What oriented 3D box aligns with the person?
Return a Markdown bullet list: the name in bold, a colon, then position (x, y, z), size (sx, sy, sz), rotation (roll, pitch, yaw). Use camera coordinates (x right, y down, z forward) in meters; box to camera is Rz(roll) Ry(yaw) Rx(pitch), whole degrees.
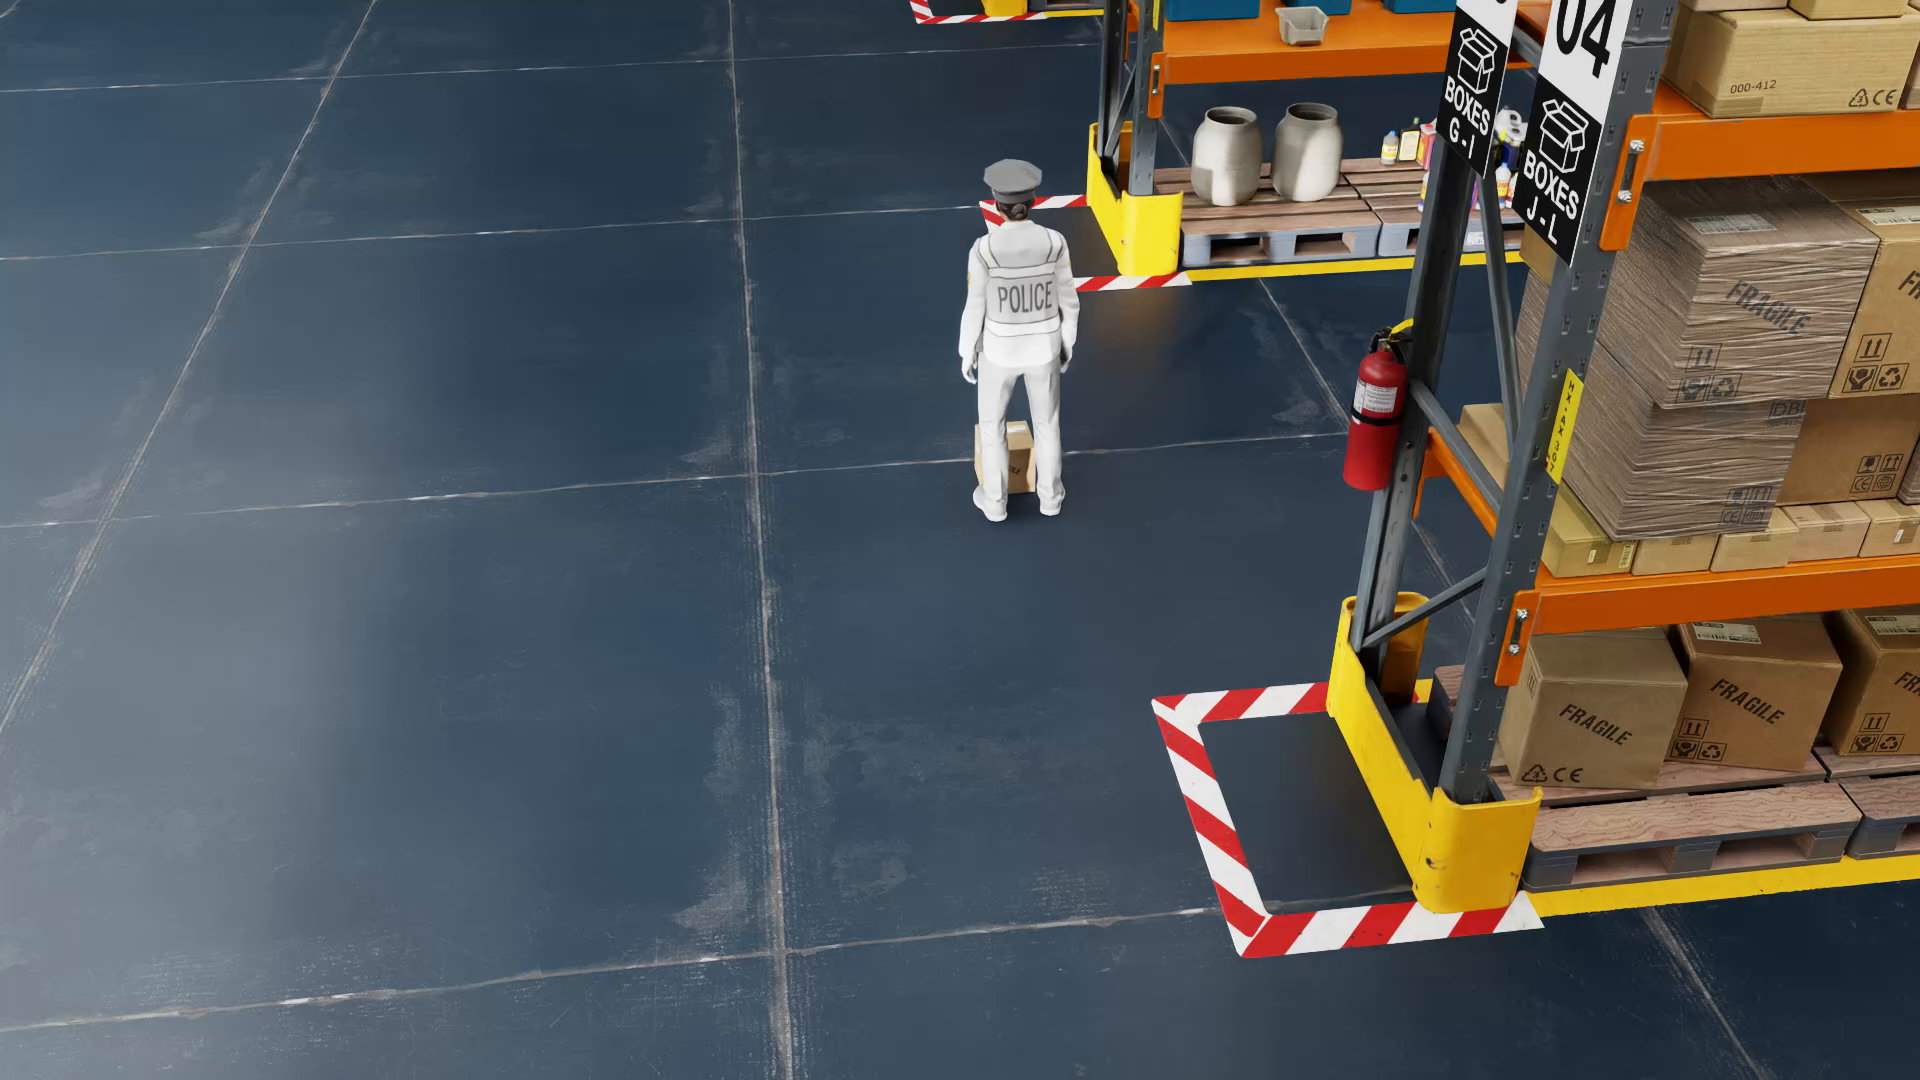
- **person**: position (0.253, -0.831, 7.329), size (0.529, 1.662, 0.375), rotation (-6, 35, -8)
